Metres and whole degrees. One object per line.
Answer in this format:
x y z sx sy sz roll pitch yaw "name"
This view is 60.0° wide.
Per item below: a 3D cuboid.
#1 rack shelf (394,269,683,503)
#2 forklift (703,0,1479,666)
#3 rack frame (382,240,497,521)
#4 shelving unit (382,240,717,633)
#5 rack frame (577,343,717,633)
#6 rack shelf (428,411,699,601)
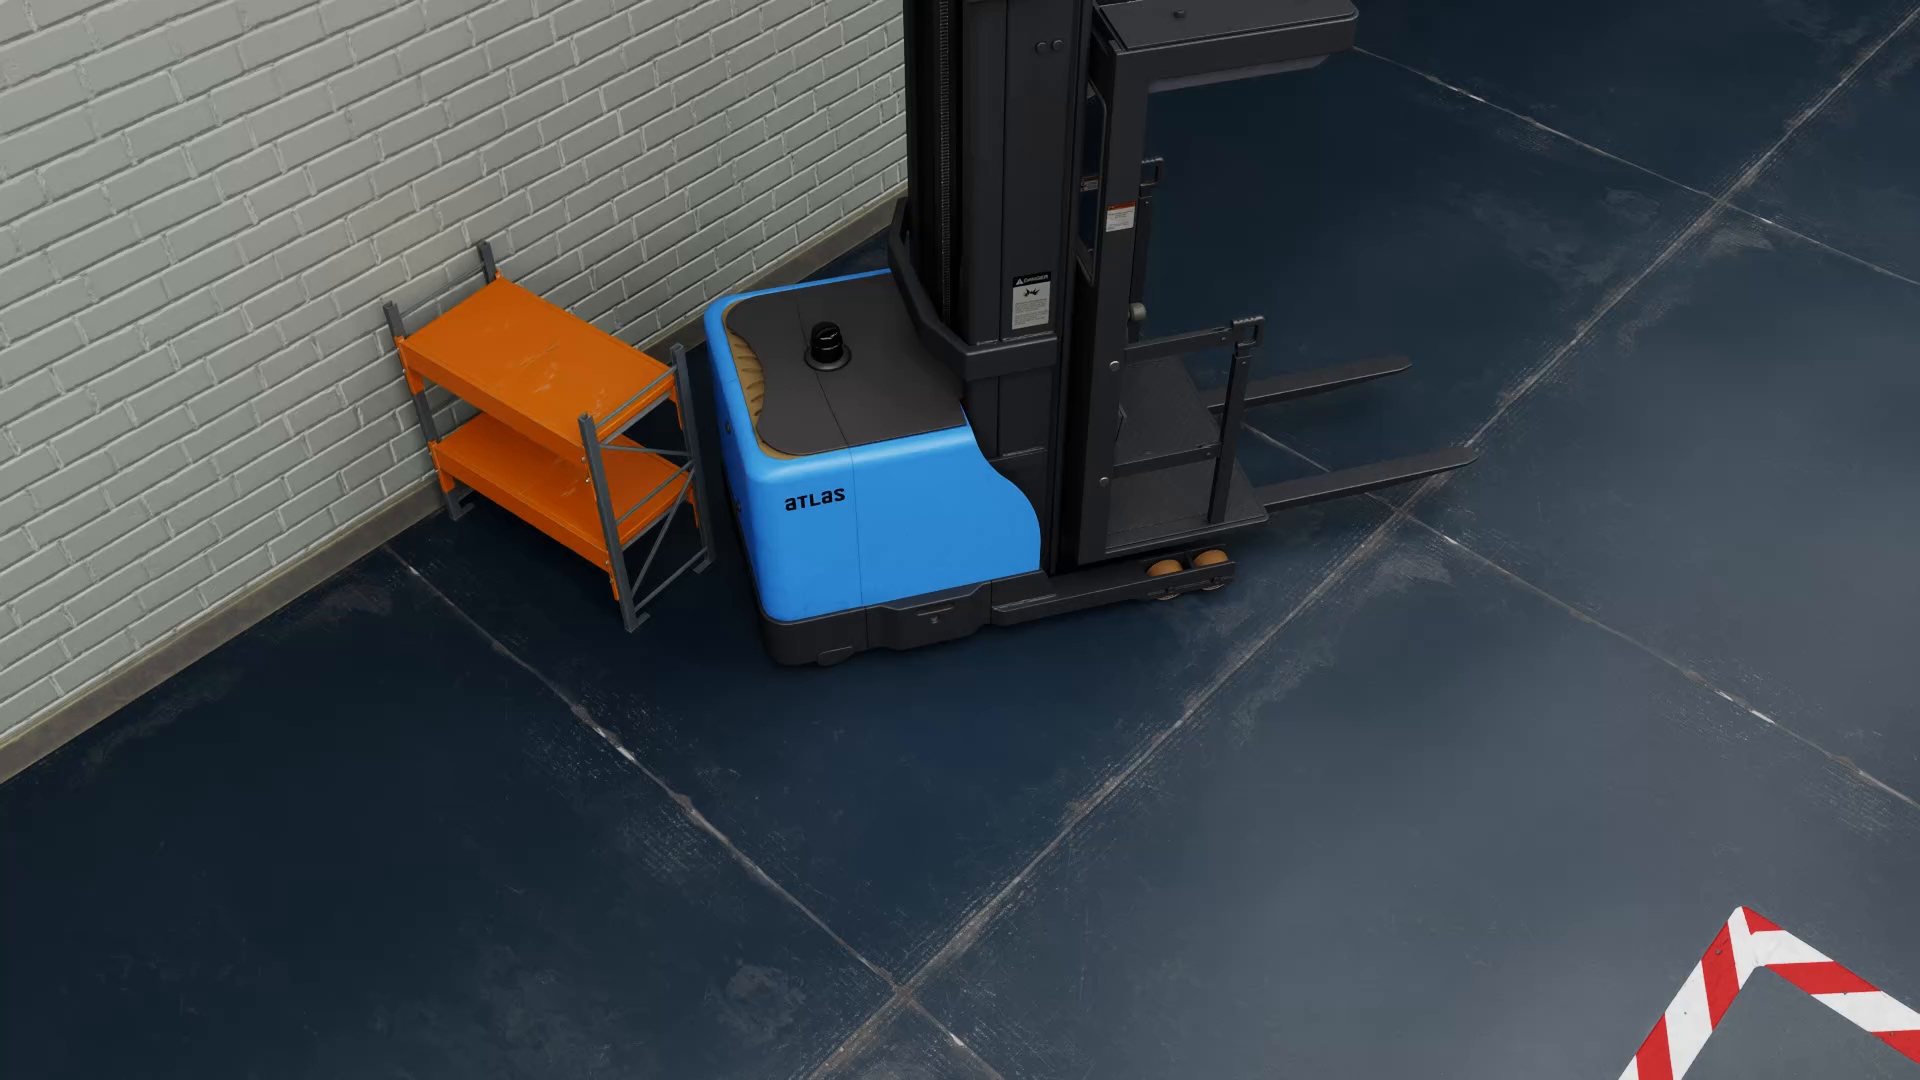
-1.560 -0.594 6.244 1.000 0.278 0.538 29 53 24 "rack shelf"
0.600 -1.126 5.905 3.031 2.935 1.130 -12 48 -11 "forklift"
-1.967 -0.616 6.665 0.032 1.125 0.500 29 53 24 "rack frame"
-1.560 -0.394 6.457 1.048 1.125 0.538 29 53 24 "shelving unit"
-1.153 -0.172 6.249 0.032 1.125 0.500 29 53 24 "rack frame"
-1.560 -0.227 6.635 1.000 0.278 0.538 29 53 24 "rack shelf"
